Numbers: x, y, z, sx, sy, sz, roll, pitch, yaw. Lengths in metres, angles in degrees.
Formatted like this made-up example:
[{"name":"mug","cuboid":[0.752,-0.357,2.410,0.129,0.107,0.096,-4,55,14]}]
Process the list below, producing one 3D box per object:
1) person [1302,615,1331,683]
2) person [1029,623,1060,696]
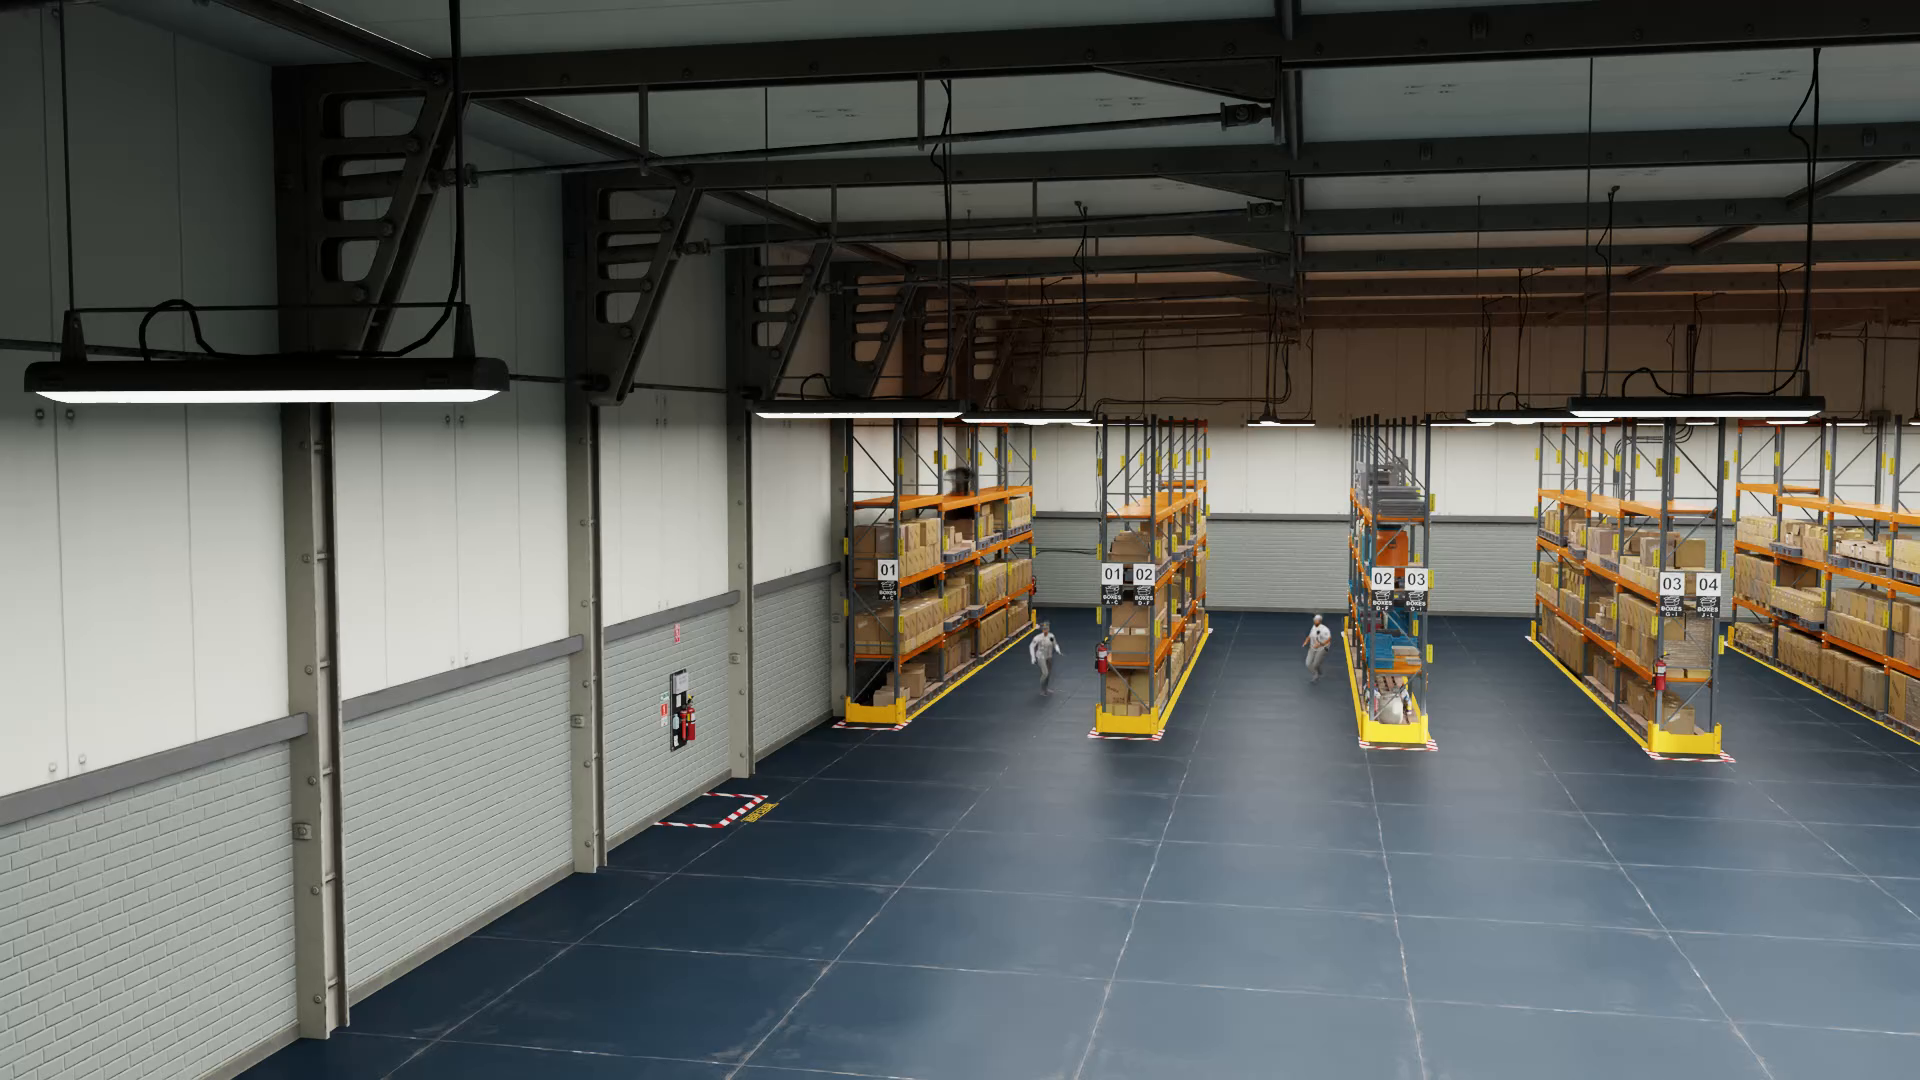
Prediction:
[{"name":"person","cuboid":[8.068,2.466,37.493,0.685,1.577,0.490,4,5,44]},{"name":"person","cuboid":[1.858,2.573,35.764,0.625,1.636,0.767,-3,5,-35]}]
